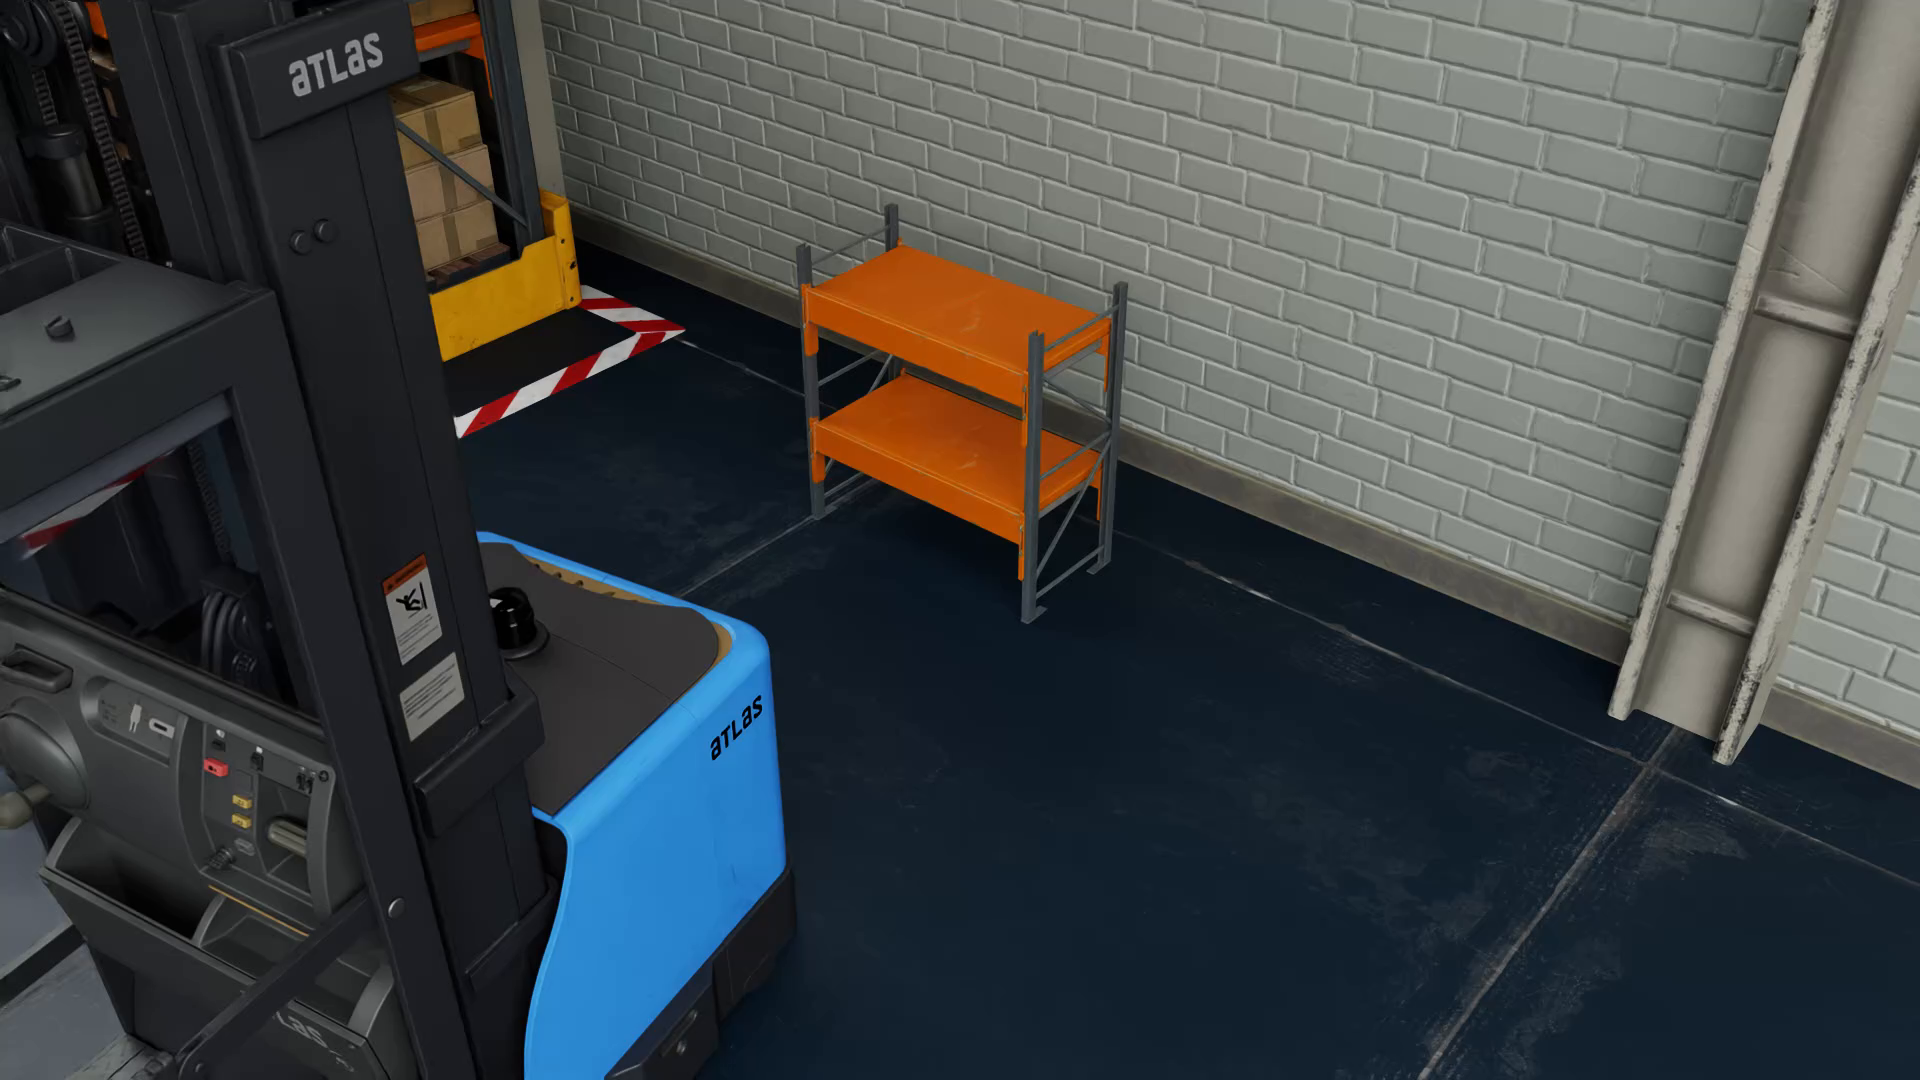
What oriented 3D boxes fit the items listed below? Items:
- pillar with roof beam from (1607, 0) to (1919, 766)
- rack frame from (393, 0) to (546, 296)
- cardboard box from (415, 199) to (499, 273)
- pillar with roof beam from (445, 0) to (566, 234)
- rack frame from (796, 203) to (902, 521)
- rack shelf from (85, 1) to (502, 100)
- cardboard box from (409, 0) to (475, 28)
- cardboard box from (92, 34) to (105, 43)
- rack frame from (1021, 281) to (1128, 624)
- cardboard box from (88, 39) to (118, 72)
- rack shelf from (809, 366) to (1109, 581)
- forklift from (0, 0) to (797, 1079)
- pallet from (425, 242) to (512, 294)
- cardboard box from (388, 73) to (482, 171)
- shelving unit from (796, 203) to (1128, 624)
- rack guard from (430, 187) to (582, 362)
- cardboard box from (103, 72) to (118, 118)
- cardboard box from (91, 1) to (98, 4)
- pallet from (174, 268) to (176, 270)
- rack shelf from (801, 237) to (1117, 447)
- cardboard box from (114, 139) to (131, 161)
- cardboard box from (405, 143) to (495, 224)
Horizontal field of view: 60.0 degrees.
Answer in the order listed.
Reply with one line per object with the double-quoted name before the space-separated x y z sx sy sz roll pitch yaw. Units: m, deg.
"pillar with roof beam" -0.395 -1.265 0.143 0.400 9.000 9.100 25 42 32
"rack frame" -2.293 -2.194 6.795 0.127 3.000 1.000 25 42 32
"cardboard box" -2.546 -1.496 7.837 0.500 0.250 0.500 25 42 32
"pillar with roof beam" -5.006 -3.438 3.307 0.400 9.000 9.100 25 42 32
"rack frame" -0.396 -0.650 6.203 0.032 1.125 0.500 25 42 32
"rack shelf" -3.830 -2.621 8.053 4.000 0.370 1.077 25 42 32
"cardboard box" -2.496 -2.535 7.203 0.500 0.500 0.500 27 43 33
"cardboard box" -4.420 -2.418 8.296 0.500 0.250 0.500 27 43 33
"rack frame" 0.385 -0.282 5.667 0.032 1.125 0.500 25 42 32
"cardboard box" -4.022 -2.224 8.014 0.500 0.250 0.500 24 41 31
"rack shelf" -0.005 -0.265 6.074 1.000 0.278 0.538 25 42 32
"forklift" -1.599 0.494 2.942 1.130 2.935 3.031 17 38 23
"pallet" -2.908 -1.303 7.961 1.213 0.211 1.003 25 42 32
"cardboard box" -2.542 -1.902 7.544 0.500 0.250 0.500 25 41 31
"shelving unit" -0.005 -0.466 5.935 1.048 1.125 0.538 25 42 32
"rack guard" -2.275 -1.155 7.489 0.348 0.500 1.175 25 42 32
"cardboard box" -3.637 -2.037 7.742 0.500 0.250 0.500 26 42 32
"cardboard box" -3.626 -2.676 7.409 0.500 0.500 0.500 24 41 31
"pallet" -3.841 -1.745 8.604 1.213 0.211 1.003 25 42 32
"rack shelf" -0.005 -0.707 5.769 1.000 0.278 0.538 25 42 32
"cardboard box" -3.656 -1.844 7.902 0.500 0.250 0.500 24 41 31
"cardboard box" -2.522 -1.700 7.692 0.500 0.250 0.500 26 42 33
